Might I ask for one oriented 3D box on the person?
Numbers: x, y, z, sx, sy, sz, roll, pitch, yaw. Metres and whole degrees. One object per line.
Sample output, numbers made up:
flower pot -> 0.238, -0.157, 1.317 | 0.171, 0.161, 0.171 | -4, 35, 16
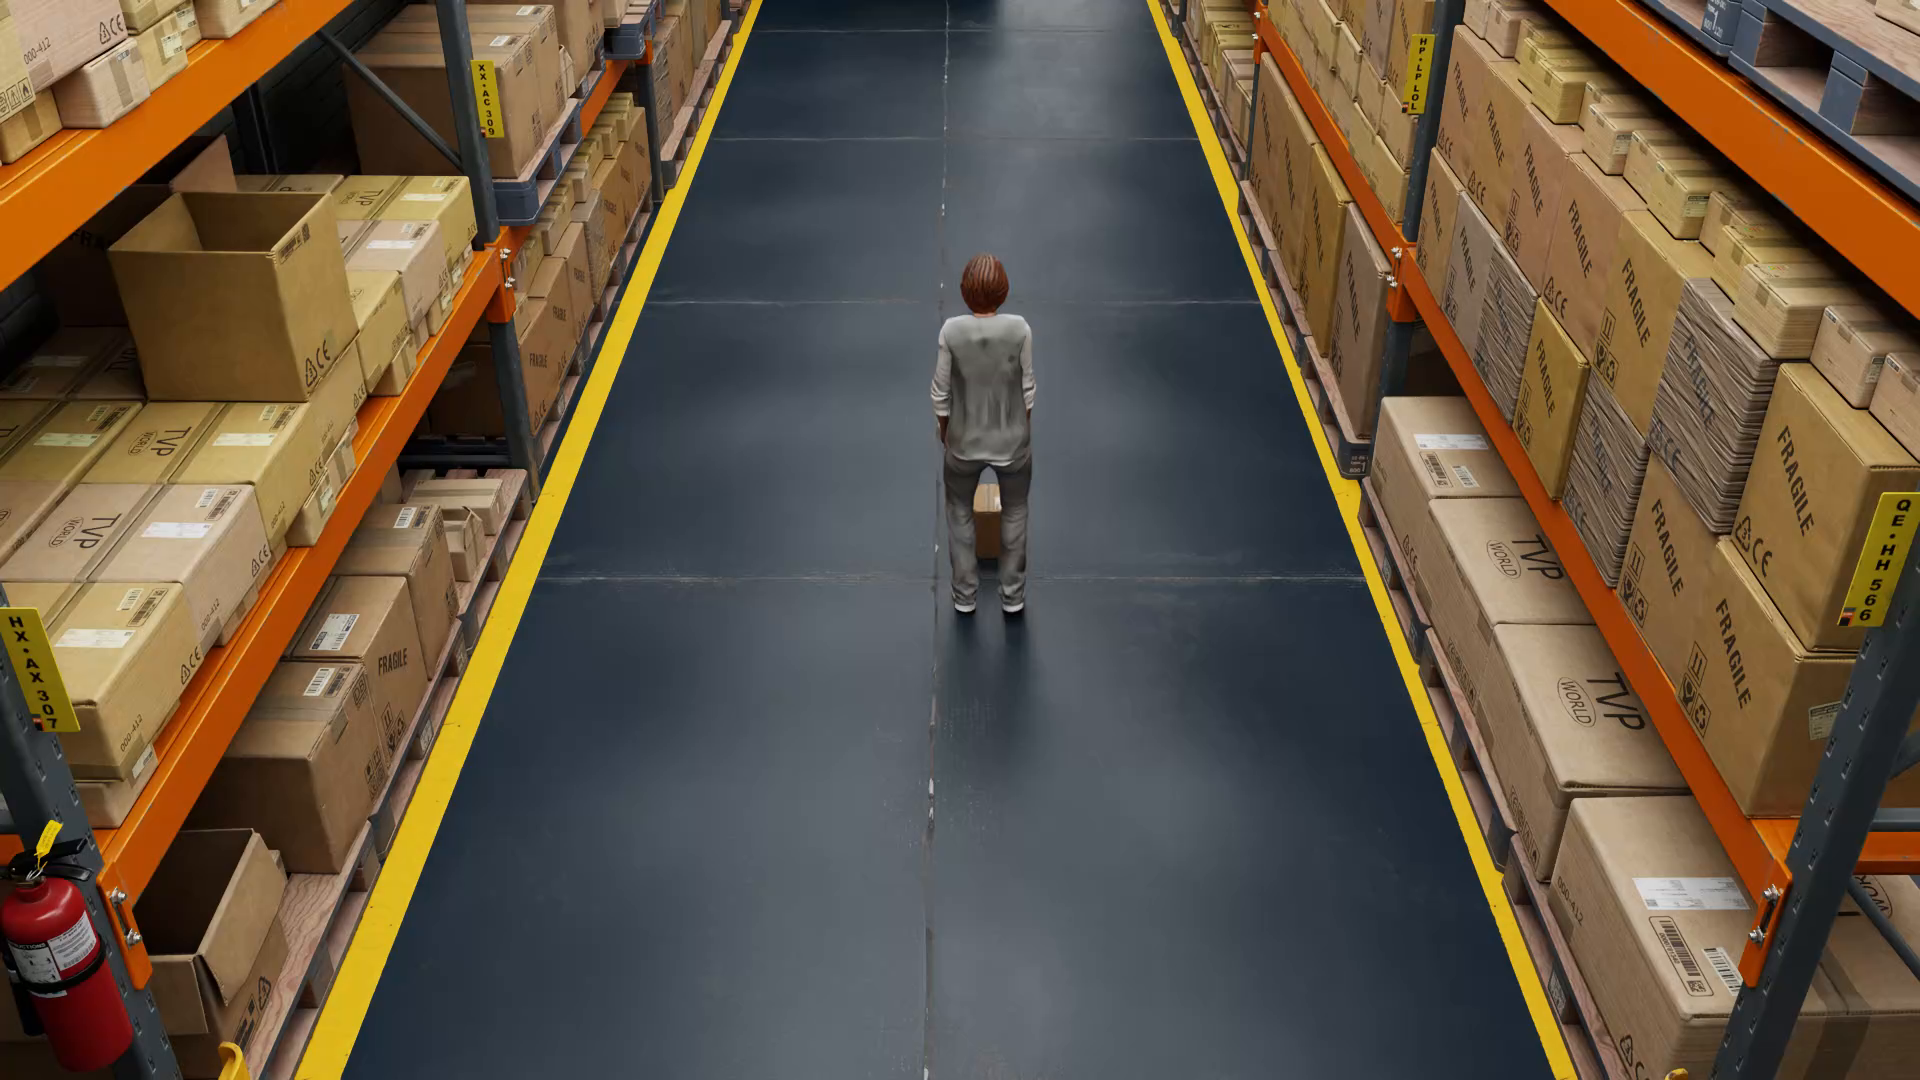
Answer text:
person -> 0.093, -0.391, 6.826 | 0.423, 1.550, 0.368 | 1, 32, 1
